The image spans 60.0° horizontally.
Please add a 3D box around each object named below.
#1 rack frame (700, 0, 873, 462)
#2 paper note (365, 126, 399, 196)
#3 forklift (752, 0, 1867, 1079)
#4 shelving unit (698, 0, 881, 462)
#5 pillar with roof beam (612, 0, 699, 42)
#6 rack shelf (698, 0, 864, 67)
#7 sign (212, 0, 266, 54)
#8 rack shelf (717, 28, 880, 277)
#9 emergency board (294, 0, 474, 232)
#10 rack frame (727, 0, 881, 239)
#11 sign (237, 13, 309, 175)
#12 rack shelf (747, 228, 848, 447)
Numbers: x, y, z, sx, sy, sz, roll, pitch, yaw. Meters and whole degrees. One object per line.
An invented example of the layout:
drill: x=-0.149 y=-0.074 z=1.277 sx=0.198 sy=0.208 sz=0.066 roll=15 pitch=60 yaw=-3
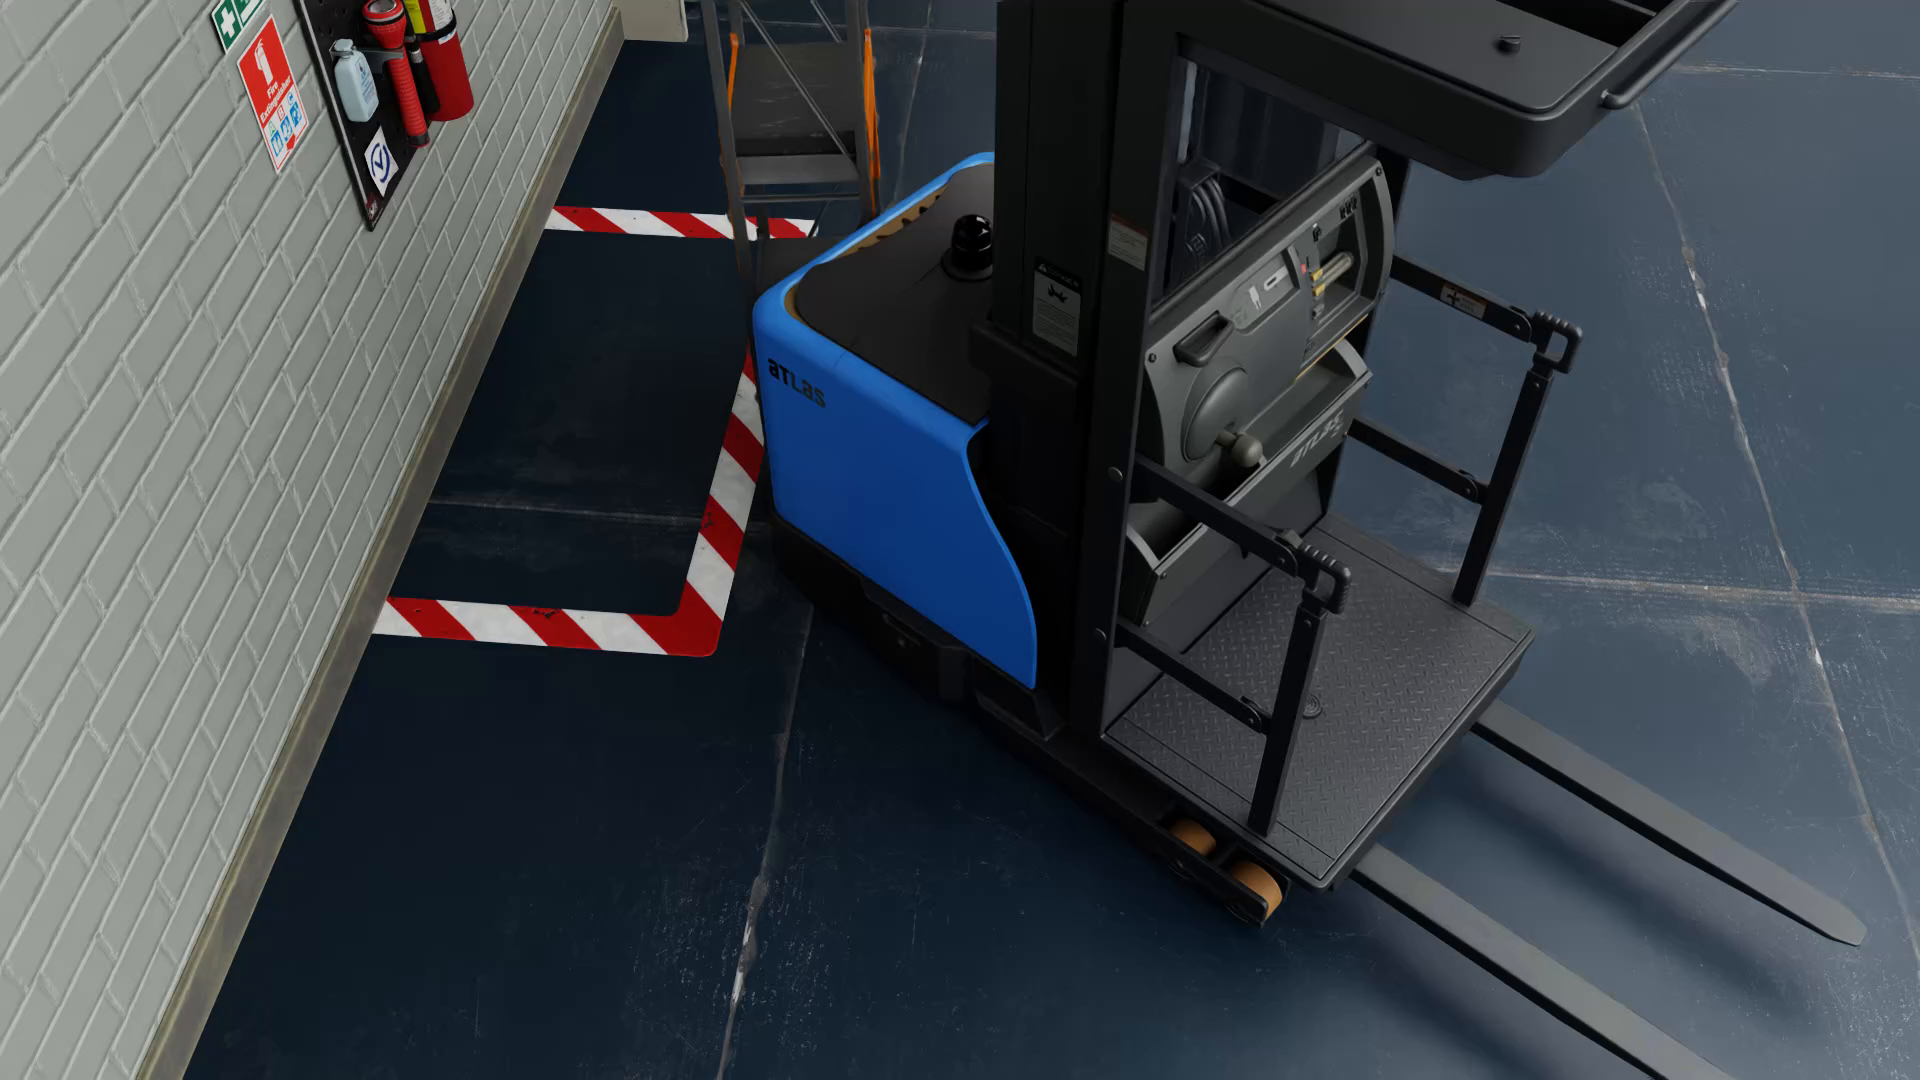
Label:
rack frame: x=-0.450 y=-0.963 z=4.702 sx=0.400 sy=2.100 sz=0.015 roll=-2 pitch=48 yaw=0
paper note: x=-1.675 y=-1.097 z=4.818 sx=0.016 sy=0.148 sz=0.142 roll=4 pitch=48 yaw=4
forklift: x=0.870 y=-0.438 z=3.664 sx=3.031 sy=2.935 sz=1.130 roll=33 pitch=56 yaw=27
shelving unit: x=-0.456 y=-1.143 z=4.866 sx=0.431 sy=2.100 sz=0.503 roll=-2 pitch=48 yaw=0
pillar with roof beam: x=2.960 y=-5.068 z=3.787 sx=9.100 sy=9.000 sz=0.400 roll=4 pitch=48 yaw=4
rack shelf: x=-0.469 y=-1.606 z=4.360 sx=0.431 sy=0.518 sz=0.480 roll=-2 pitch=48 yaw=0
sign: x=-1.734 y=-1.314 z=4.036 sx=0.001 sy=0.109 sz=0.331 roll=4 pitch=48 yaw=4
rack shelf: x=-0.455 y=-1.134 z=4.876 sx=0.431 sy=0.518 sz=0.480 roll=-2 pitch=48 yaw=0
emergency board: x=-1.590 y=-1.520 z=4.607 sx=0.194 sy=1.169 sz=0.643 roll=4 pitch=48 yaw=4
rack frame: x=-0.461 y=-1.323 z=5.031 sx=0.400 sy=2.100 sz=0.015 roll=-2 pitch=48 yaw=0
sign: x=-1.743 y=-1.133 z=4.229 sx=0.001 sy=0.329 sz=0.234 roll=4 pitch=48 yaw=4
rack shelf: x=-0.441 y=-0.662 z=5.393 sx=0.431 sy=0.518 sz=0.480 roll=-2 pitch=48 yaw=0
